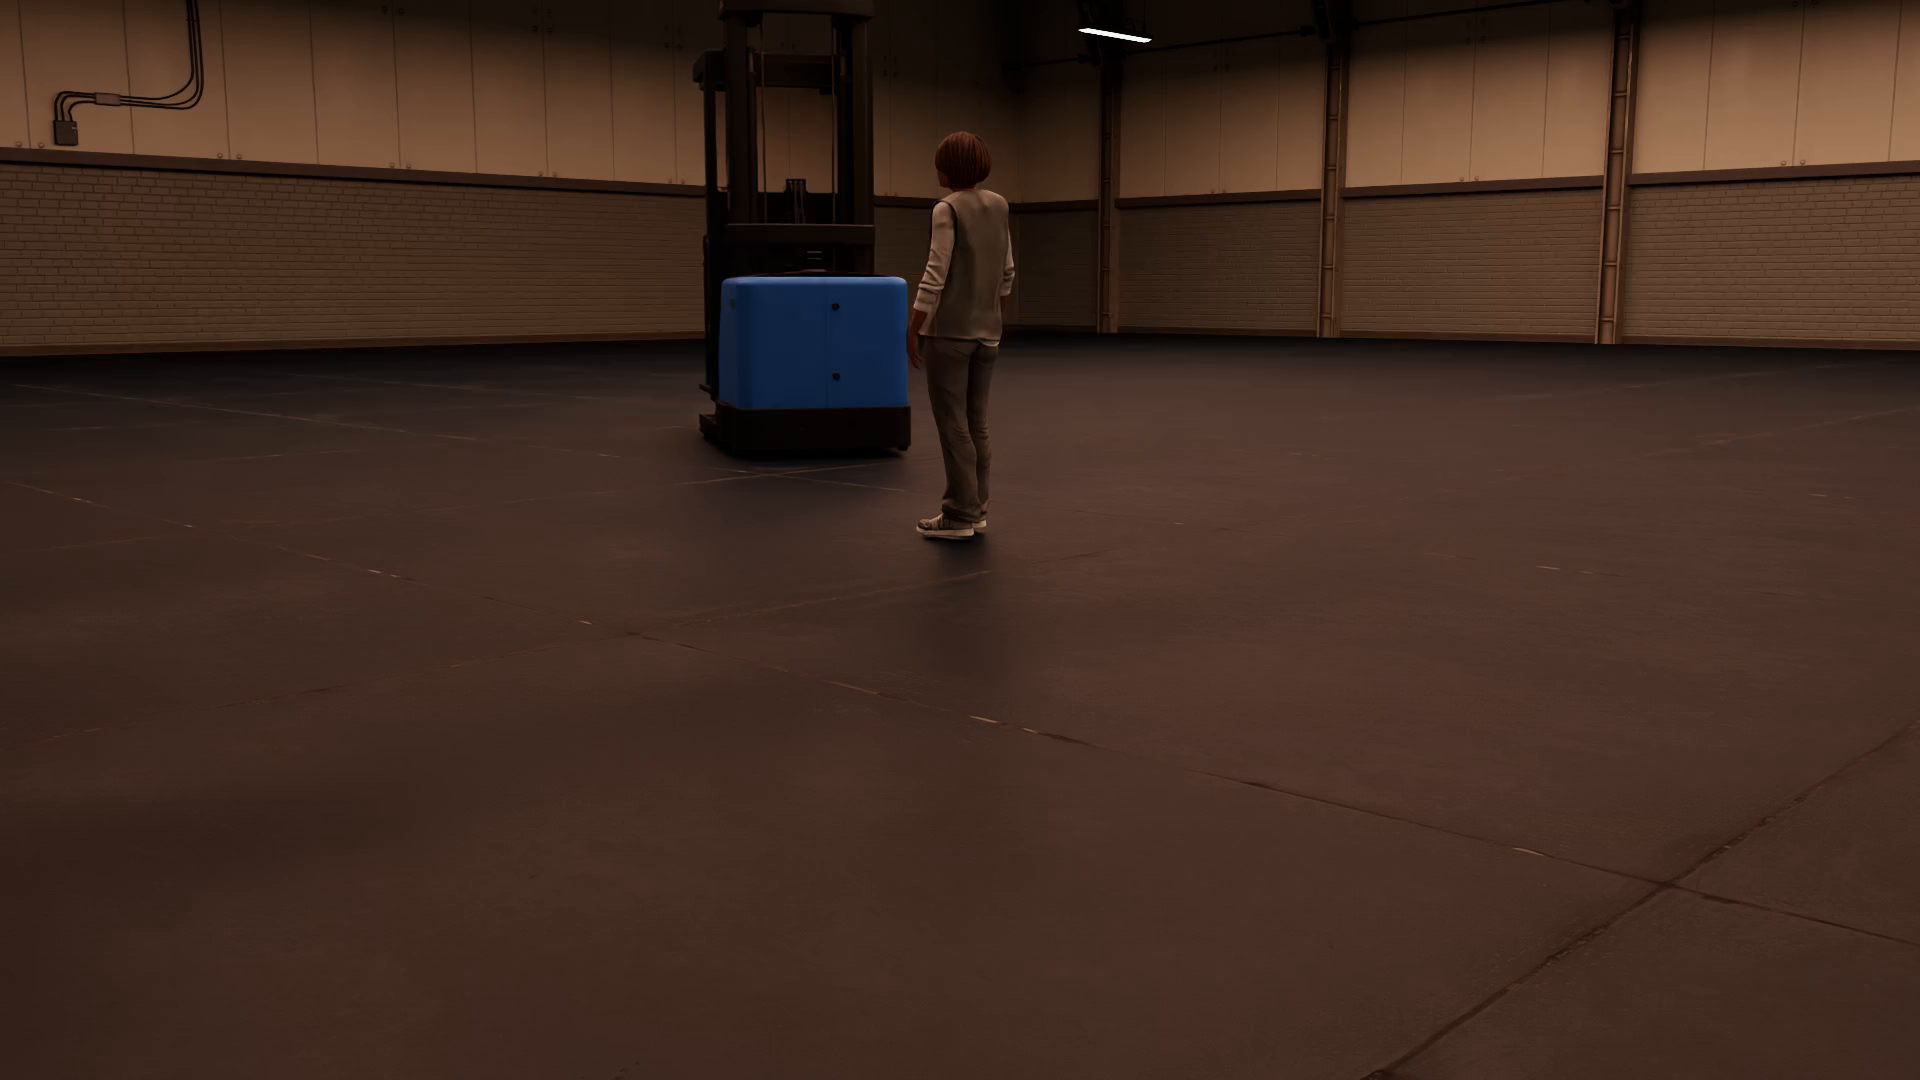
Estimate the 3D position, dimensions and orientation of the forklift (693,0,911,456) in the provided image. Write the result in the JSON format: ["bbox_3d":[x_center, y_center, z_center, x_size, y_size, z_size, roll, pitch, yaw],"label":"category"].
[{"bbox_3d":[-1.165,-2.135,11.052,1.130,2.935,3.031,-2,9,-15],"label":"forklift"}]

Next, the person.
[{"bbox_3d":[-0.044,-0.806,6.659,0.473,1.599,0.520,8,12,43],"label":"person"}]
